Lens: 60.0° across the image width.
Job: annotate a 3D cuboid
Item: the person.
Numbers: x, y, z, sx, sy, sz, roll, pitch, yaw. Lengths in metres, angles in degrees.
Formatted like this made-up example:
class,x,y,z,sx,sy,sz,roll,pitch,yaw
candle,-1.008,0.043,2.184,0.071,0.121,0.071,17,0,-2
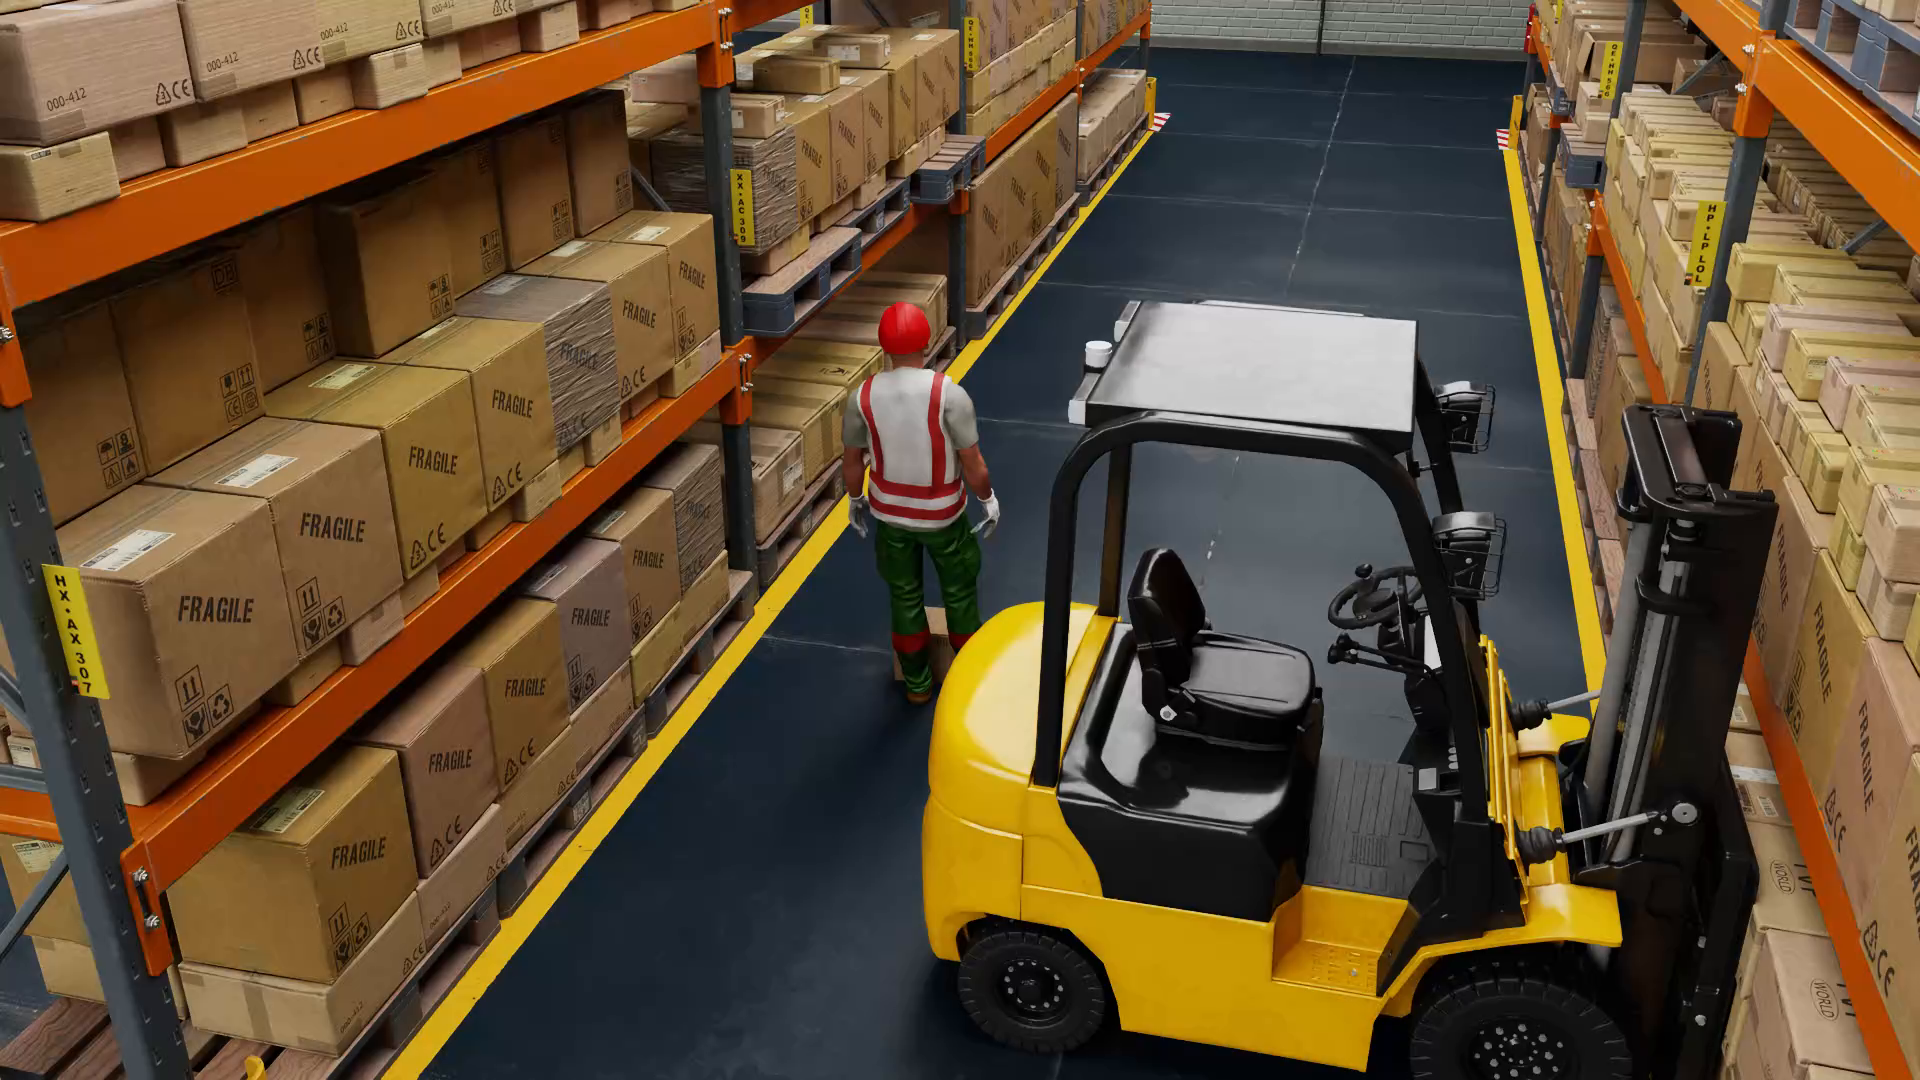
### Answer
class,x,y,z,sx,sy,sz,roll,pitch,yaw
person,-0.142,-0.155,6.888,0.638,1.787,0.564,5,26,11
